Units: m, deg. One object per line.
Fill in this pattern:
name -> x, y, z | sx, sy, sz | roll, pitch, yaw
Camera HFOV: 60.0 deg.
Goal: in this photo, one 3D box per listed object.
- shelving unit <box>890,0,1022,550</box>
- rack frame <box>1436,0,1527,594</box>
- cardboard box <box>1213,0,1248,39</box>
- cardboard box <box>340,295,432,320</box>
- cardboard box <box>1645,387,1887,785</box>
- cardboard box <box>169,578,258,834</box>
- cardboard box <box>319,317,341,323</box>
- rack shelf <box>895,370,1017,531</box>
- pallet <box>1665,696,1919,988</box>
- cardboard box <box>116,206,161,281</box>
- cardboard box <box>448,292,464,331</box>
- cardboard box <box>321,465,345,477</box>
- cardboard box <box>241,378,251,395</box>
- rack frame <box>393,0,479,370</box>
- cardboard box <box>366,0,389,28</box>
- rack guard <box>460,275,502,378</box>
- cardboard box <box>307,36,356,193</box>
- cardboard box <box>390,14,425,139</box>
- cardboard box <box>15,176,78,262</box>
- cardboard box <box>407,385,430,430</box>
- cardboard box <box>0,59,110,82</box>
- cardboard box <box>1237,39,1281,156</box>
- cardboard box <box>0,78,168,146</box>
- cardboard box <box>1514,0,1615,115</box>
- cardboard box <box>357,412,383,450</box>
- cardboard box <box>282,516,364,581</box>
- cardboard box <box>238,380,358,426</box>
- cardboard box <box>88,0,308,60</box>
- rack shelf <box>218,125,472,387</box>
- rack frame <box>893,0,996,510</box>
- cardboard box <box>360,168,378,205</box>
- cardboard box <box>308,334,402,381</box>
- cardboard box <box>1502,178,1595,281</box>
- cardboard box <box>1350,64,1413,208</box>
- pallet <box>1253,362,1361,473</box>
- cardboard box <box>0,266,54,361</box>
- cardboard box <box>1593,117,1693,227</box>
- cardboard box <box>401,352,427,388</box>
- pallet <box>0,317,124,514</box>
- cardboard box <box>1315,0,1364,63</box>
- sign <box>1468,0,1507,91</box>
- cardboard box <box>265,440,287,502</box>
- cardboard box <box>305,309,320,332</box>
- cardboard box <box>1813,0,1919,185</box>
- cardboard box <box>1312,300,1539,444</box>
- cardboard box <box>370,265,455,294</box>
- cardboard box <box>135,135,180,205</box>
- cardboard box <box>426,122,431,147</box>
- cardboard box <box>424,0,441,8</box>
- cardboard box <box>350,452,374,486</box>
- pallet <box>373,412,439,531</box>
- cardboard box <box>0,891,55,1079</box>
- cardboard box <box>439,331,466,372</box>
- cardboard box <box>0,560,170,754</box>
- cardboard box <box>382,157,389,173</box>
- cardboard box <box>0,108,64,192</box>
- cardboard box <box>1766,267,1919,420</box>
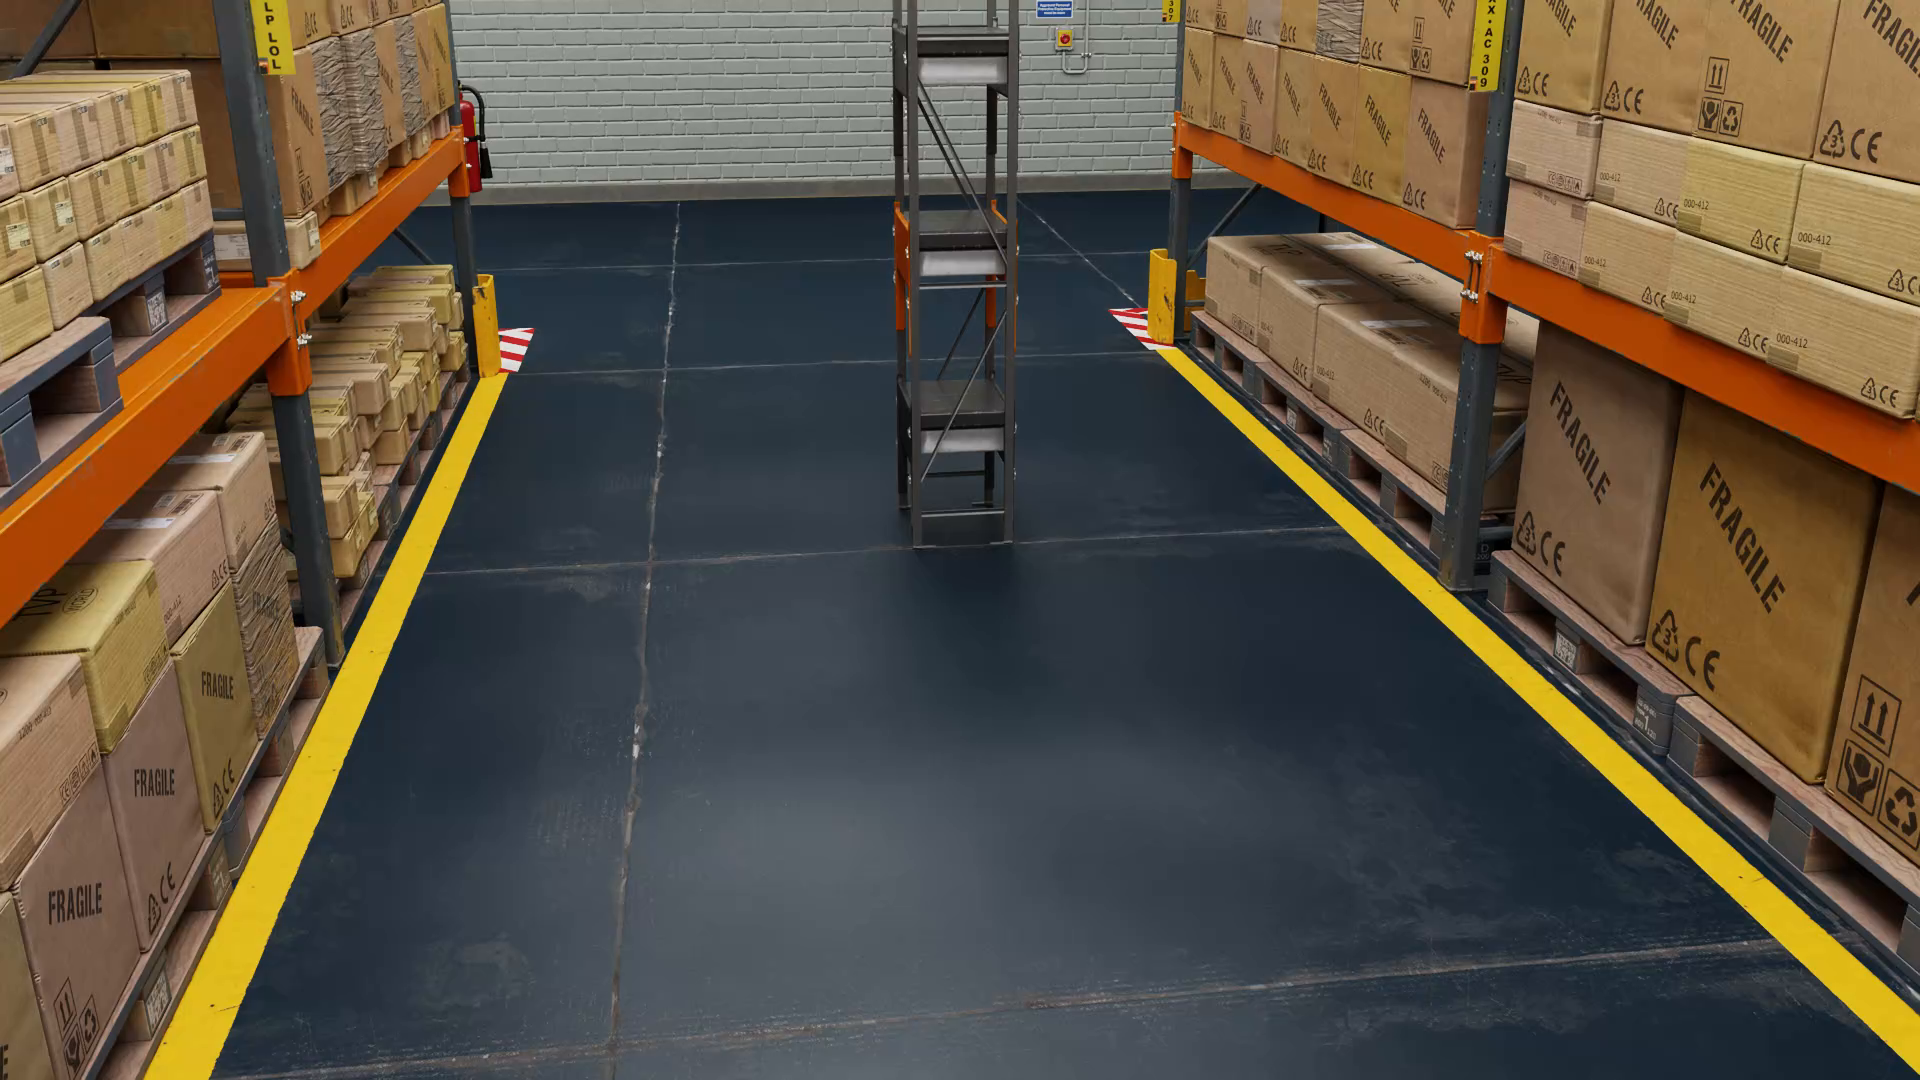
shelving unit -> -0.024, -1.041, 6.502 | 0.431, 2.100, 0.503 | -3, 21, -8
rack frame -> 2.307, -1.251, 5.778 | 1.000, 3.000, 0.127 | -3, 21, -8
cardboard box -> 1.599, -2.792, 8.332 | 0.500, 0.500, 0.500 | -3, 21, -9
cardboard box -> -2.710, -1.054, 7.876 | 0.380, 0.149, 0.250 | -4, 21, -10
cardboard box -> 2.613, 0.071, 4.676 | 0.875, 0.875, 0.875 | -2, 21, -6
cardboard box -> -2.148, 0.429, 4.252 | 0.500, 0.500, 0.500 | -3, 21, -9
cardboard box -> -3.226, -0.979, 8.100 | 0.380, 0.149, 0.250 | -3, 21, -7
rack shelf -> -0.024, -0.372, 6.752 | 0.431, 0.518, 0.480 | -3, 21, -8
pallet -> 2.672, 0.742, 4.427 | 1.003, 0.211, 1.213 | -3, 21, -8
cardboard box -> -2.252, -0.741, 4.173 | 0.380, 0.149, 0.250 | -3, 21, -8
cardboard box -> -2.795, -1.183, 8.646 | 0.380, 0.149, 0.250 | -3, 21, -9
cardboard box -> -2.438, -0.191, 5.991 | 0.380, 0.149, 0.250 | -3, 21, -7
cardboard box -> -3.147, -0.664, 6.831 | 0.380, 0.149, 0.250 | -4, 21, -10
rack frame -> -3.154, -2.351, 8.724 | 1.000, 3.000, 0.127 | -3, 21, -8
cardboard box -> -2.605, -2.322, 6.648 | 0.500, 0.500, 0.500 | -4, 21, -10
rack guard -> -3.143, -1.154, 9.091 | 1.175, 0.500, 0.348 | -3, 21, -8
cardboard box -> -2.478, -1.507, 5.897 | 0.500, 0.500, 0.500 | -3, 21, -8
cardboard box -> -2.683, -2.041, 7.326 | 0.500, 0.500, 0.500 | -3, 21, -8
cardboard box -> -2.172, -0.695, 3.623 | 0.380, 0.149, 0.250 | -4, 21, -11
cardboard box -> -2.614, -0.595, 7.497 | 0.380, 0.149, 0.250 | -3, 21, -7
cardboard box -> -2.926, -1.306, 5.356 | 0.500, 0.500, 0.500 | -3, 21, -8
cardboard box -> 1.671, -2.151, 8.046 | 0.500, 0.500, 0.500 | -3, 21, -8
cardboard box -> -2.286, -1.102, 4.287 | 0.380, 0.149, 0.250 | -4, 21, -9
cardboard box -> 2.086, -1.599, 5.139 | 0.500, 0.500, 0.500 | -3, 21, -7
cardboard box -> -2.561, -0.464, 6.720 | 0.380, 0.149, 0.250 | -2, 21, -5
cardboard box -> -2.312, 0.030, 5.822 | 0.380, 0.149, 0.250 | -4, 21, -10
cardboard box -> -2.548, -0.508, 6.414 | 0.380, 0.149, 0.250 | -3, 21, -9
cardboard box -> -2.401, -1.789, 5.222 | 0.500, 0.500, 0.500 | -2, 21, -6
rack shelf -> -2.865, -1.322, 6.996 | 1.077, 0.370, 4.000 | -3, 21, -8
rack frame -> -0.059, -1.125, 6.728 | 0.400, 2.100, 0.015 | -3, 21, -8
cardboard box -> -2.532, -1.417, 6.581 | 0.380, 0.149, 0.250 | -2, 21, -5
cardboard box -> -2.622, -0.778, 7.136 | 0.380, 0.149, 0.250 | -3, 21, -7
cardboard box -> 2.109, -1.015, 5.361 | 0.500, 0.250, 0.500 | -3, 21, -9
cardboard box -> 1.907, -1.623, 6.632 | 0.500, 0.500, 0.500 | -3, 21, -9
pallet -> 2.095, -0.635, 8.115 | 1.003, 0.211, 1.213 | -3, 21, -8
cardboard box -> -2.133, -0.467, 3.438 | 0.380, 0.149, 0.250 | -2, 21, -5
cardboard box -> 2.194, -1.069, 4.791 | 0.500, 0.250, 0.500 | -3, 21, -7
cardboard box -> -2.613, -0.735, 7.446 | 0.380, 0.149, 0.250 | -2, 21, -5
pallet -> -2.326, -0.175, 3.171 | 1.003, 0.211, 1.213 | -3, 21, -8
cardboard box -> 1.818, -2.267, 6.928 | 0.500, 0.500, 0.500 | -3, 21, -7
sign -> 1.758, -1.665, 5.536 | 0.100, 0.325, 0.005 | -3, 21, -8
cardboard box -> -2.422, -0.236, 5.684 | 0.380, 0.149, 0.250 | -2, 21, -6
cardboard box -> -3.228, -1.028, 7.804 | 0.380, 0.149, 0.250 | -4, 21, -10
cardboard box -> 2.337, -1.072, 3.727 | 0.500, 0.500, 0.500 | -3, 21, -9
cardboard box -> 2.193, -0.780, 7.579 | 0.875, 0.438, 0.875 | -4, 21, -9
cardboard box -> -2.827, -1.320, 8.588 | 0.380, 0.149, 0.250 | -3, 21, -7
cardboard box -> -2.285, -0.966, 4.348 | 0.380, 0.149, 0.250 | -3, 21, -7
cardboard box -> -2.777, -1.961, 8.038 | 0.380, 0.149, 0.250 | -3, 21, -8
cardboard box -> -2.842, -2.860, 8.089 | 0.500, 0.500, 0.500 | -3, 21, -9
cardboard box -> -2.523, -0.231, 6.521 | 0.380, 0.149, 0.250 | -3, 21, -9
pallet -> -2.888, -0.314, 7.255 | 1.003, 0.211, 1.213 | -3, 21, -8
cardboard box -> -1.926, 0.961, 2.827 | 0.500, 0.500, 0.500 | -3, 21, -7
cardboard box -> -2.734, -0.957, 8.465 | 0.380, 0.149, 0.250 | -2, 21, -6
cardboard box -> -2.068, 0.263, 3.626 | 0.500, 0.250, 0.500 | -4, 21, -10
cardboard box -> -2.728, -1.684, 7.298 | 0.380, 0.149, 0.250 | -4, 21, -10
cardboard box -> -2.181, -0.836, 3.576 | 0.380, 0.149, 0.250 | -4, 21, -10
cardboard box -> 2.306, -0.484, 3.939 | 0.500, 0.250, 0.500 | -3, 21, -9
